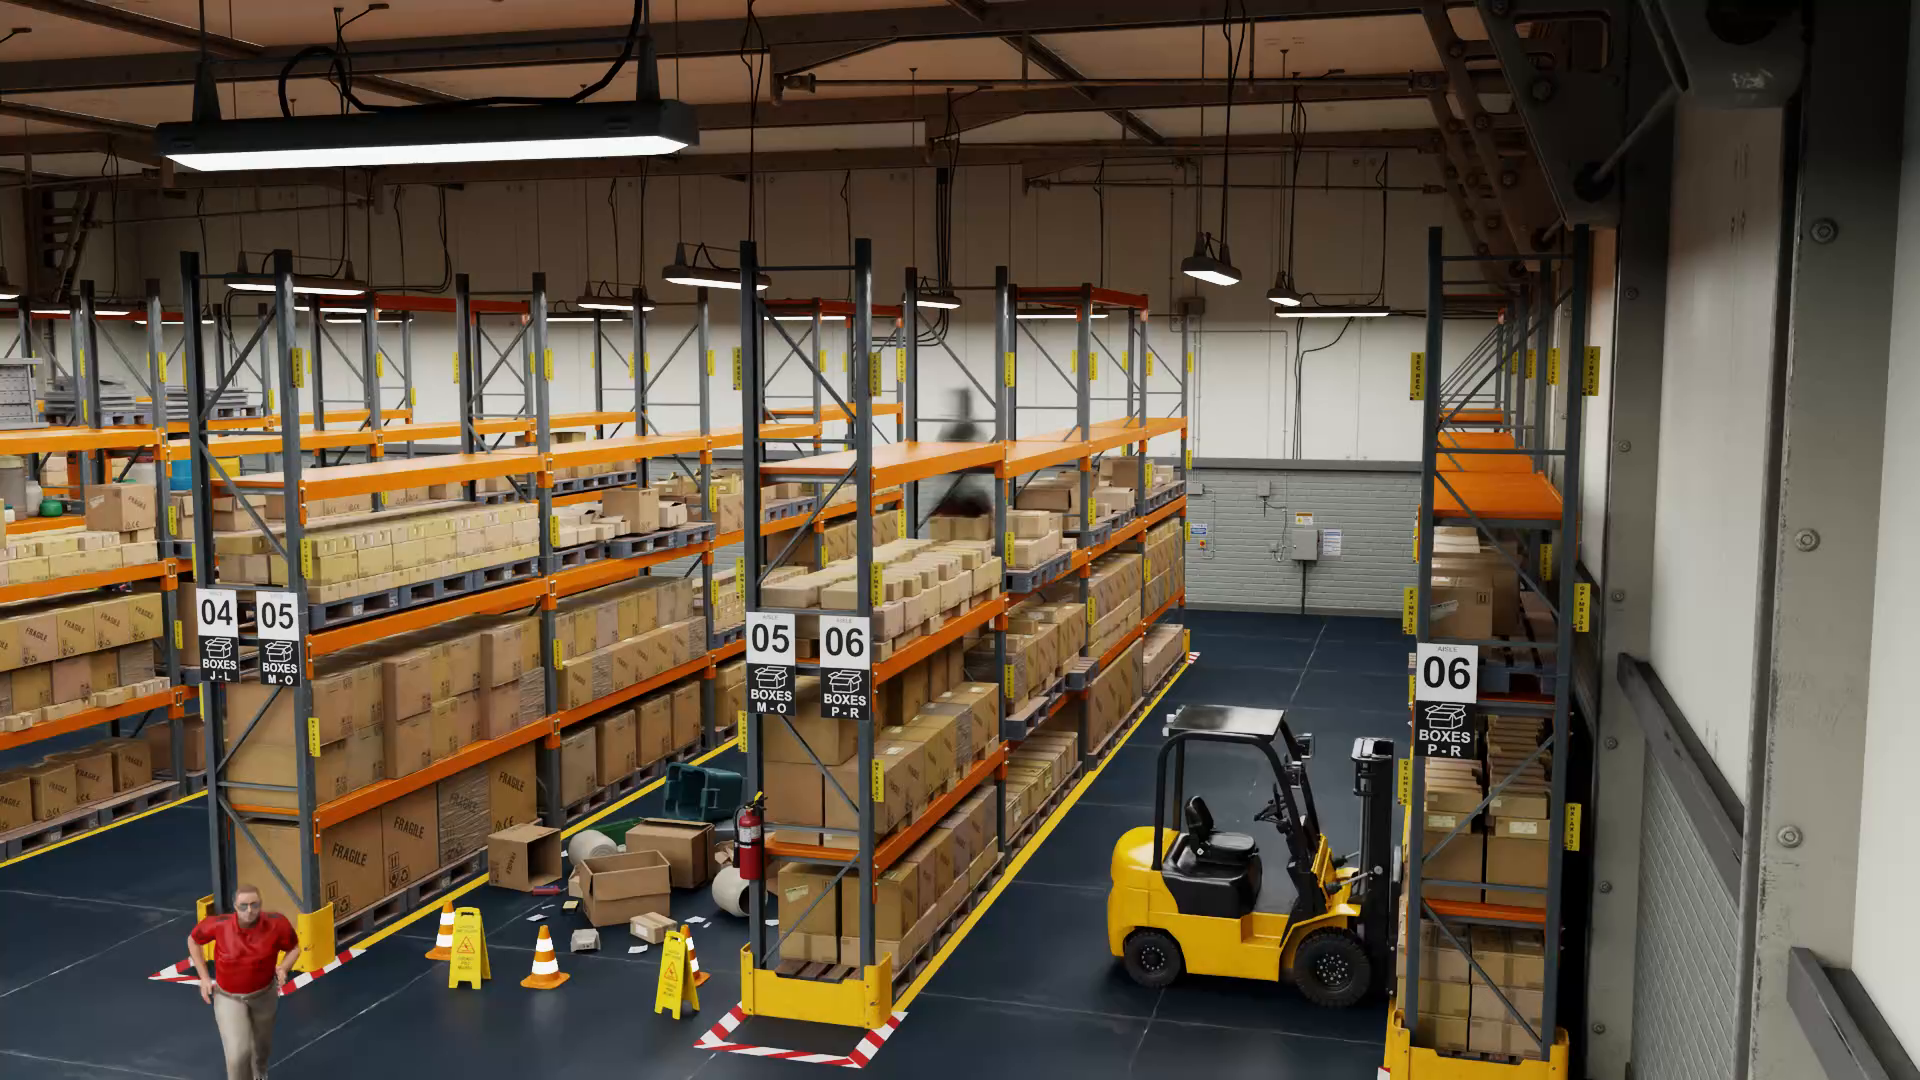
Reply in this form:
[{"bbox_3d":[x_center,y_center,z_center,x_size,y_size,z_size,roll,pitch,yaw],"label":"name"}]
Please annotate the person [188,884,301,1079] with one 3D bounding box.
[{"bbox_3d":[-4.794,3.108,11.191,0.676,1.738,0.932,-4,7,-30],"label":"person"}]
